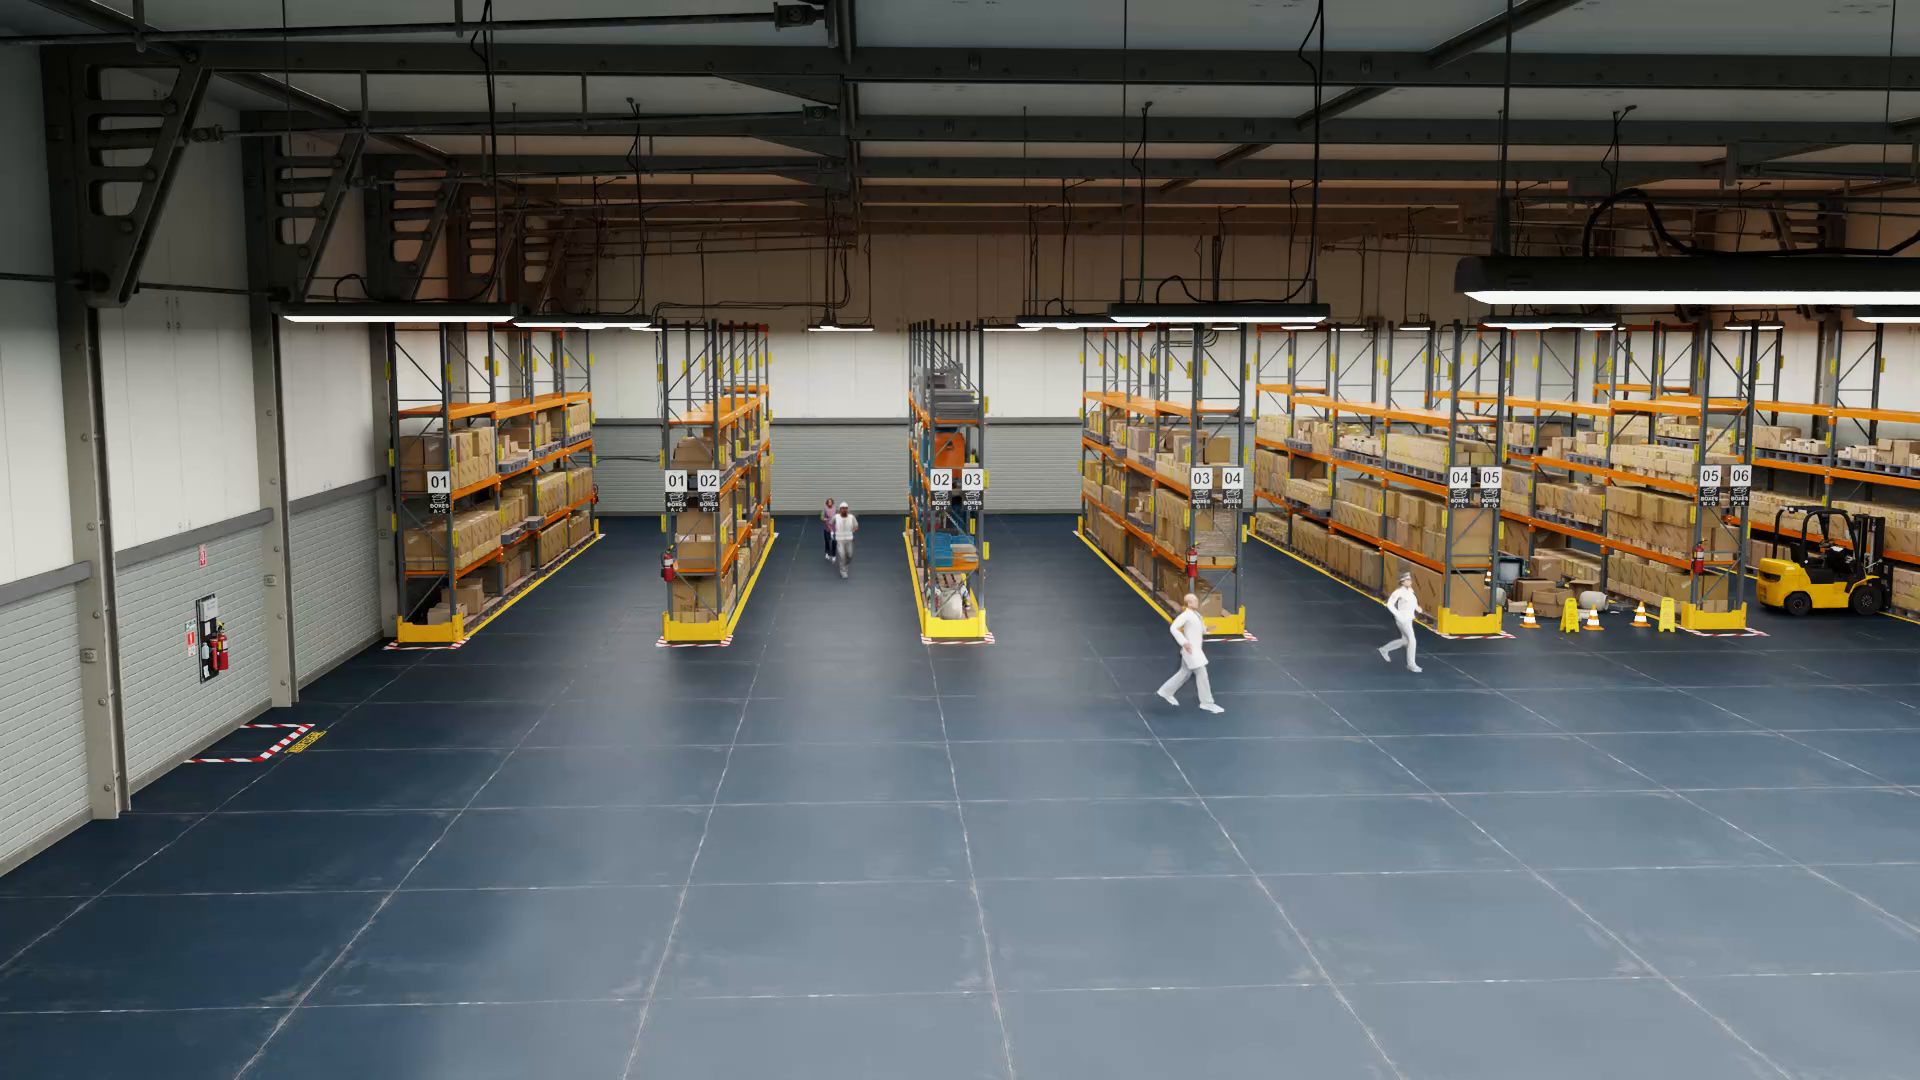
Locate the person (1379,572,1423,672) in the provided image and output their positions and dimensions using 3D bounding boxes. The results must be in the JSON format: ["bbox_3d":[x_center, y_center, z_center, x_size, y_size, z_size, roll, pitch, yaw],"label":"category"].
[{"bbox_3d":[7.587,1.379,28.518,0.816,1.703,0.608,6,9,40],"label":"person"}]

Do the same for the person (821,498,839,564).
[{"bbox_3d":[-3.273,-0.252,41.919,0.507,1.643,0.805,-1,7,-11],"label":"person"}]

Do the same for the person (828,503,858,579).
[{"bbox_3d":[-2.735,-0.002,39.231,0.696,1.763,0.946,-2,7,-14],"label":"person"}]

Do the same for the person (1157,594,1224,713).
[{"bbox_3d":[3.517,1.699,25.254,1.030,1.782,0.694,2,7,14],"label":"person"}]
